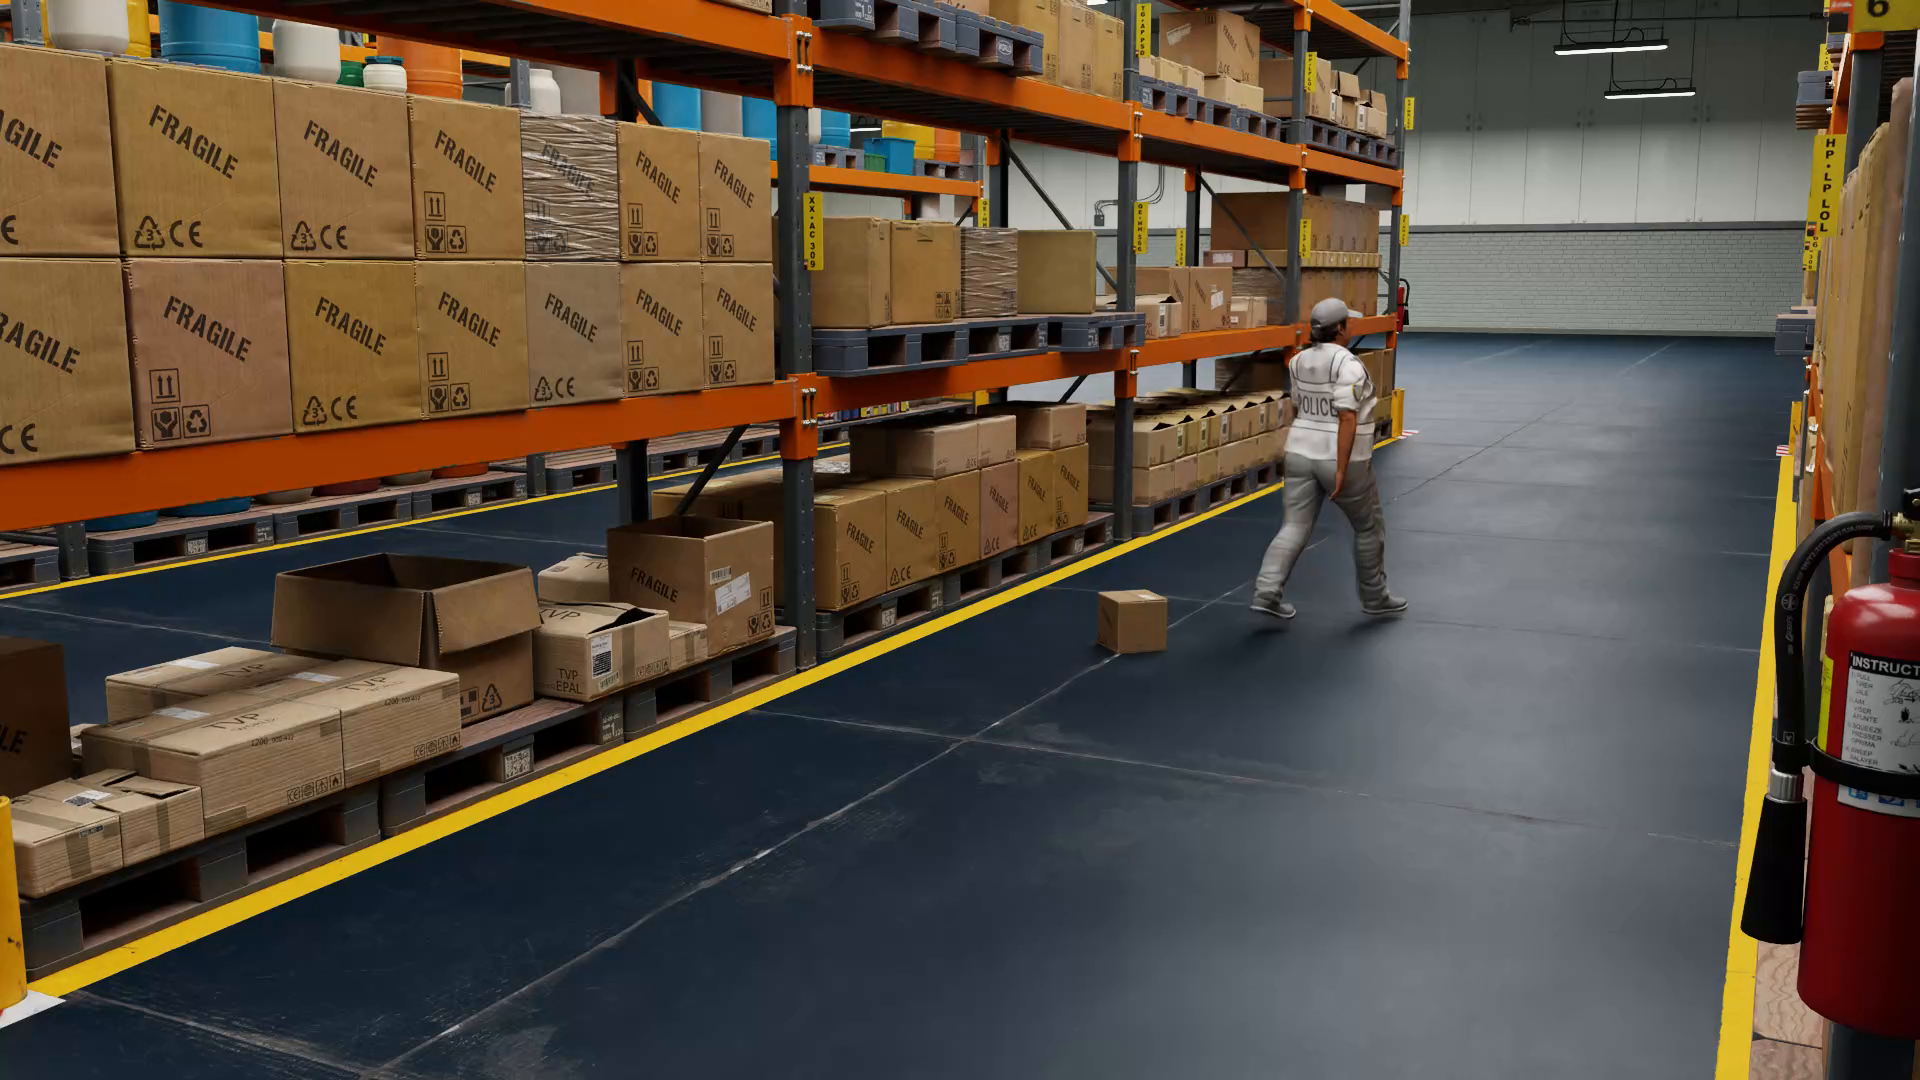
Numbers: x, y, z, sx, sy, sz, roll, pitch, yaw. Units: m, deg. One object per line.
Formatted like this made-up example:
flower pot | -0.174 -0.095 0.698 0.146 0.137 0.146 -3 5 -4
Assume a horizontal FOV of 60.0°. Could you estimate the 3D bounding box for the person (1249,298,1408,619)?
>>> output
person | 1.861 -0.404 8.342 0.999 1.606 0.478 -8 12 -41
